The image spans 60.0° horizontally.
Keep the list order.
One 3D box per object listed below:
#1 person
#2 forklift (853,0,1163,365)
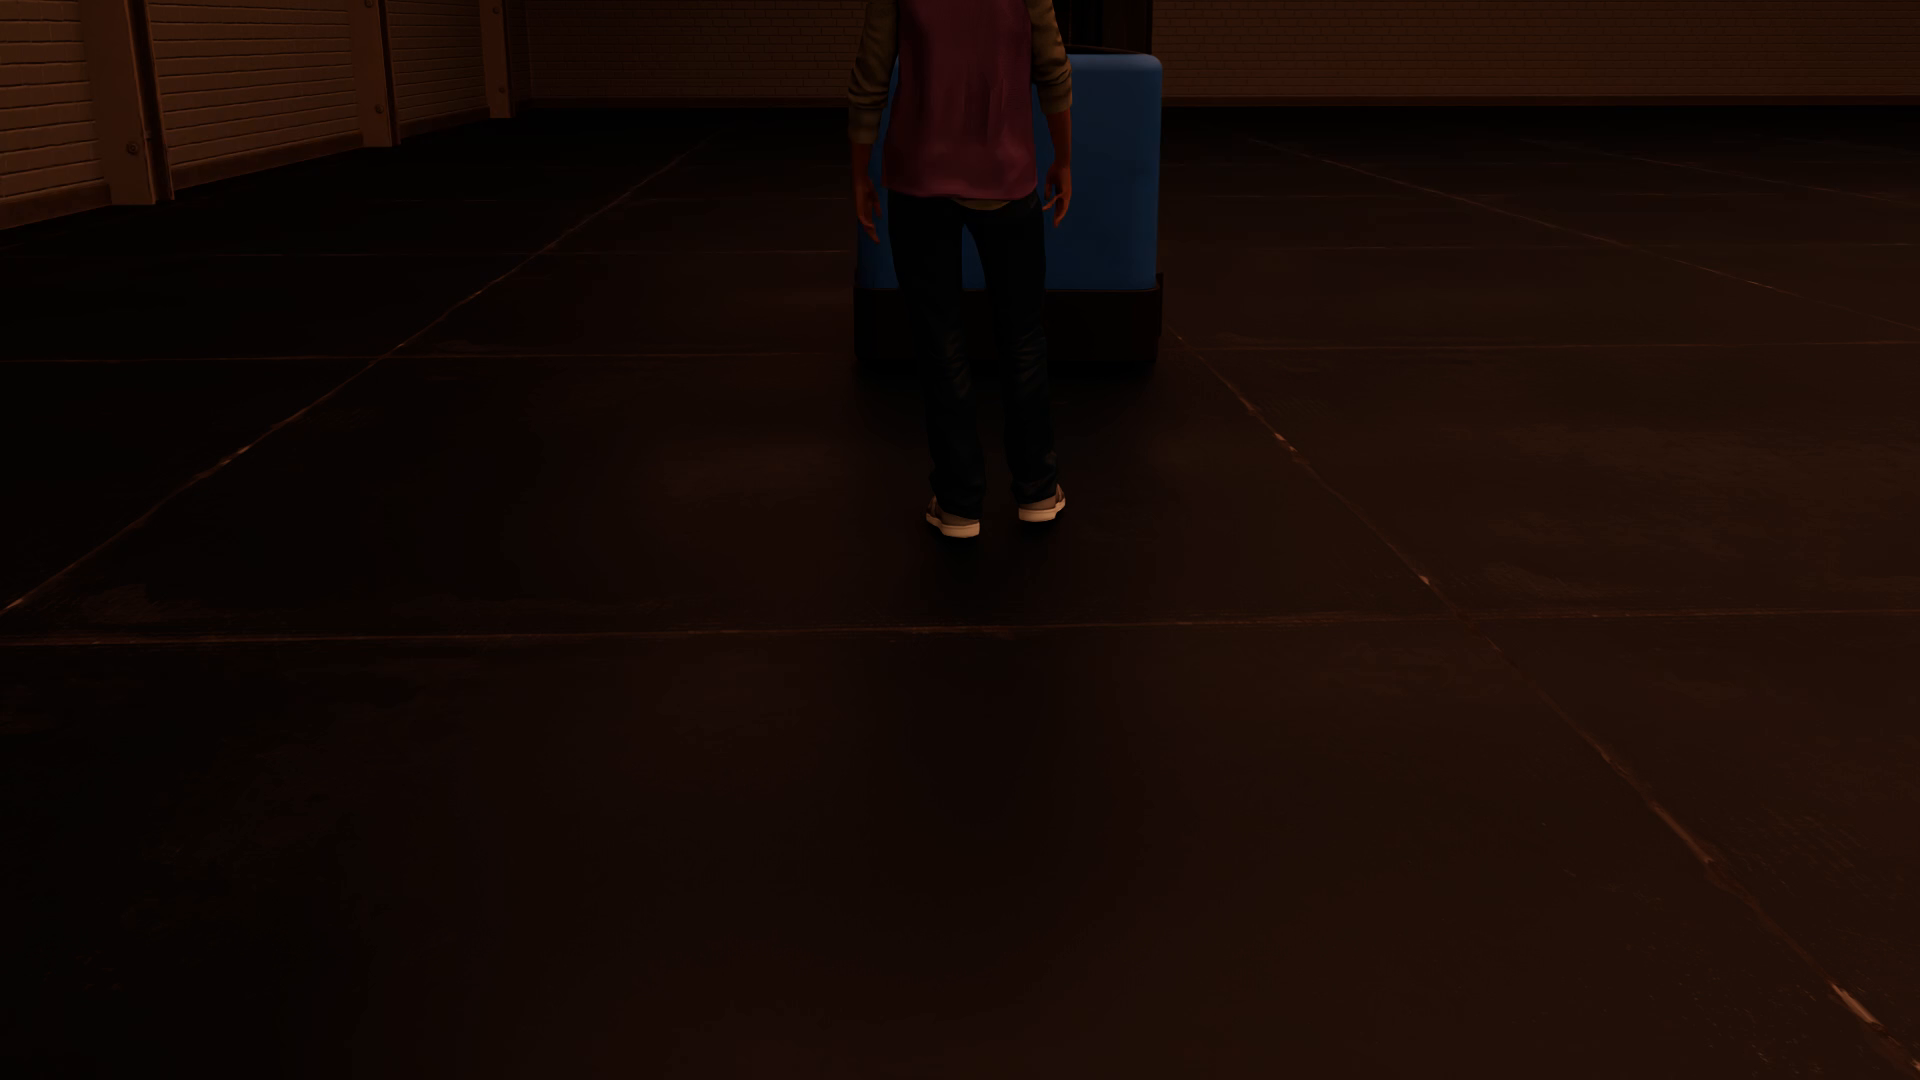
[{"bbox_3d":[0.010,-0.792,3.755,0.521,1.599,0.473,-1,17,-3],"label":"person"},{"bbox_3d":[0.225,-2.387,6.712,1.130,2.935,3.031,1,17,3],"label":"forklift"}]
